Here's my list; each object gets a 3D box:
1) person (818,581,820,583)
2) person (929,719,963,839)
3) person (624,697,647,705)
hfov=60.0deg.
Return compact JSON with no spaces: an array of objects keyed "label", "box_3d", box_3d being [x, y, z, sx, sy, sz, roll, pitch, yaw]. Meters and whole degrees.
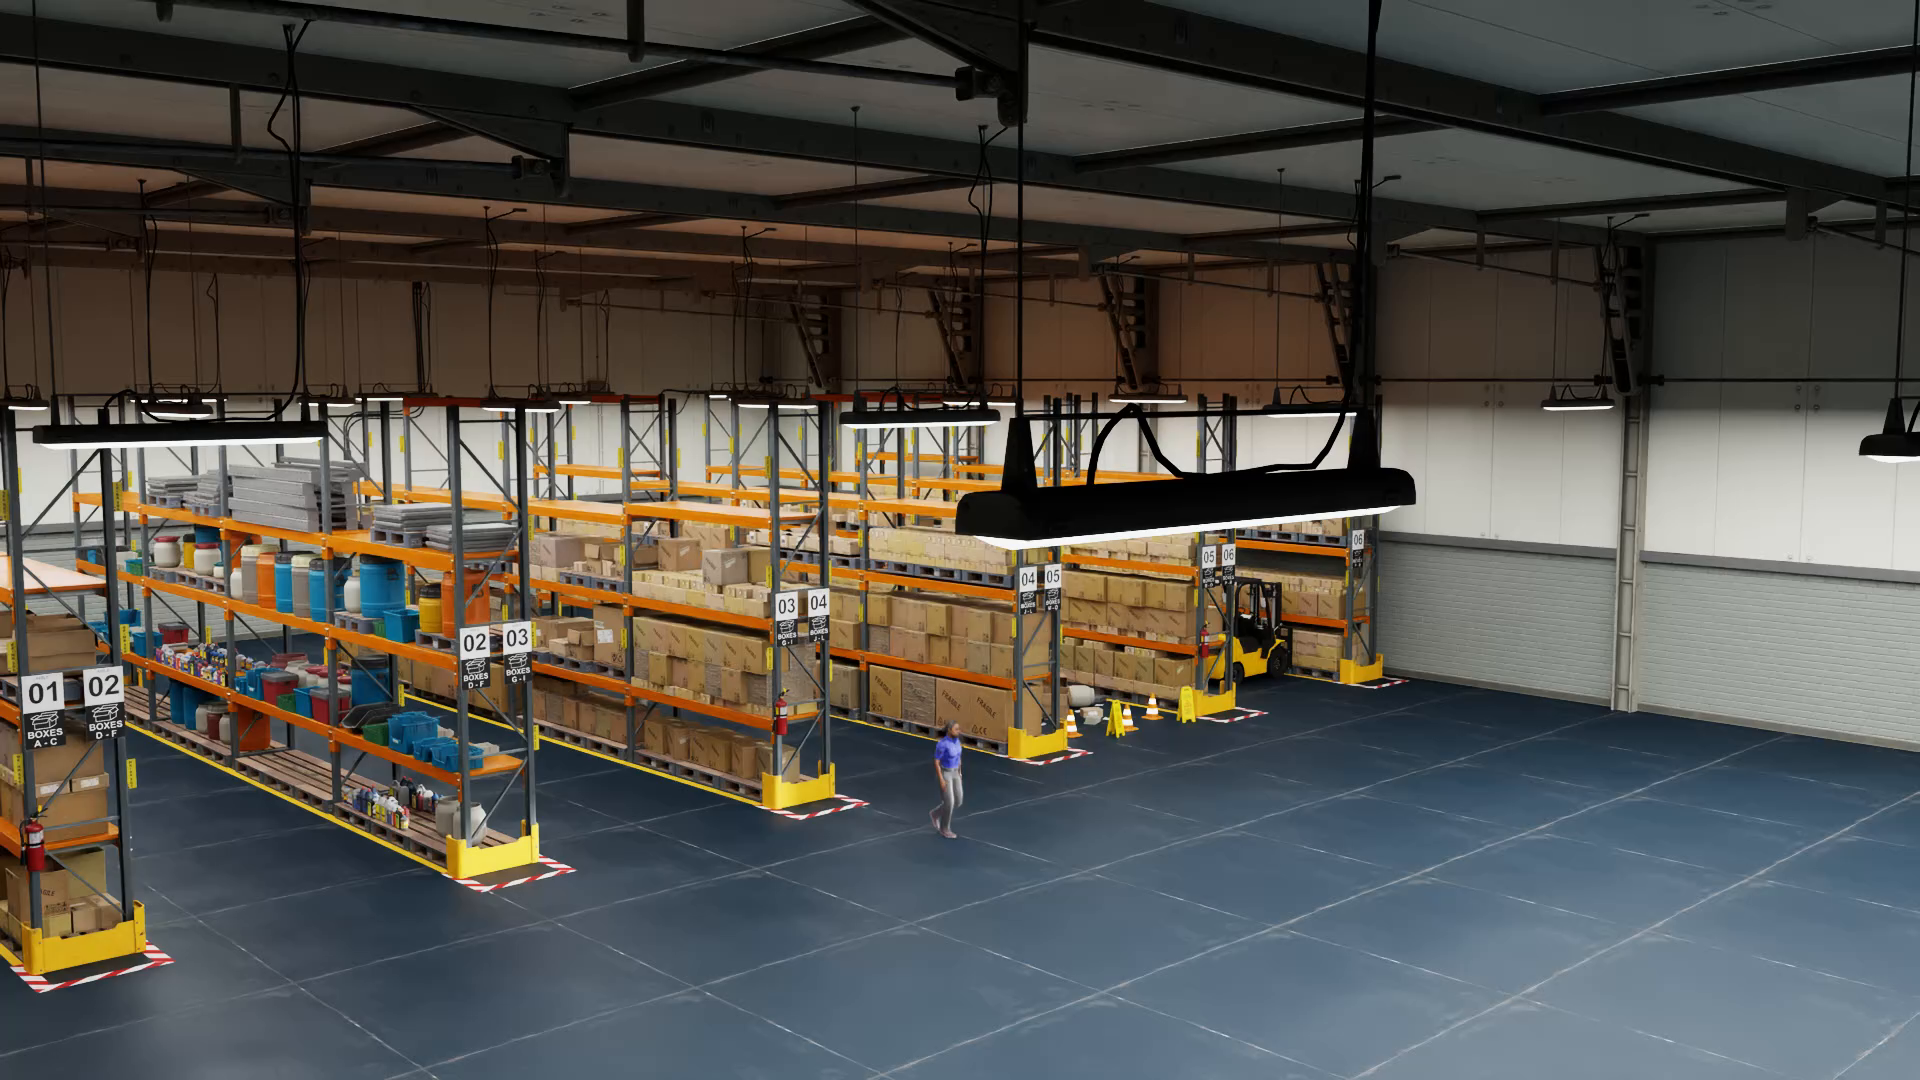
[{"label":"person","box_3d":[-3.098,1.691,37.078,0.461,1.737,0.562,5,7,41]},{"label":"person","box_3d":[-0.217,3.292,23.158,0.555,1.639,0.539,4,7,36]},{"label":"person","box_3d":[-6.142,2.484,31.567,0.687,1.690,0.521,4,7,34]}]
